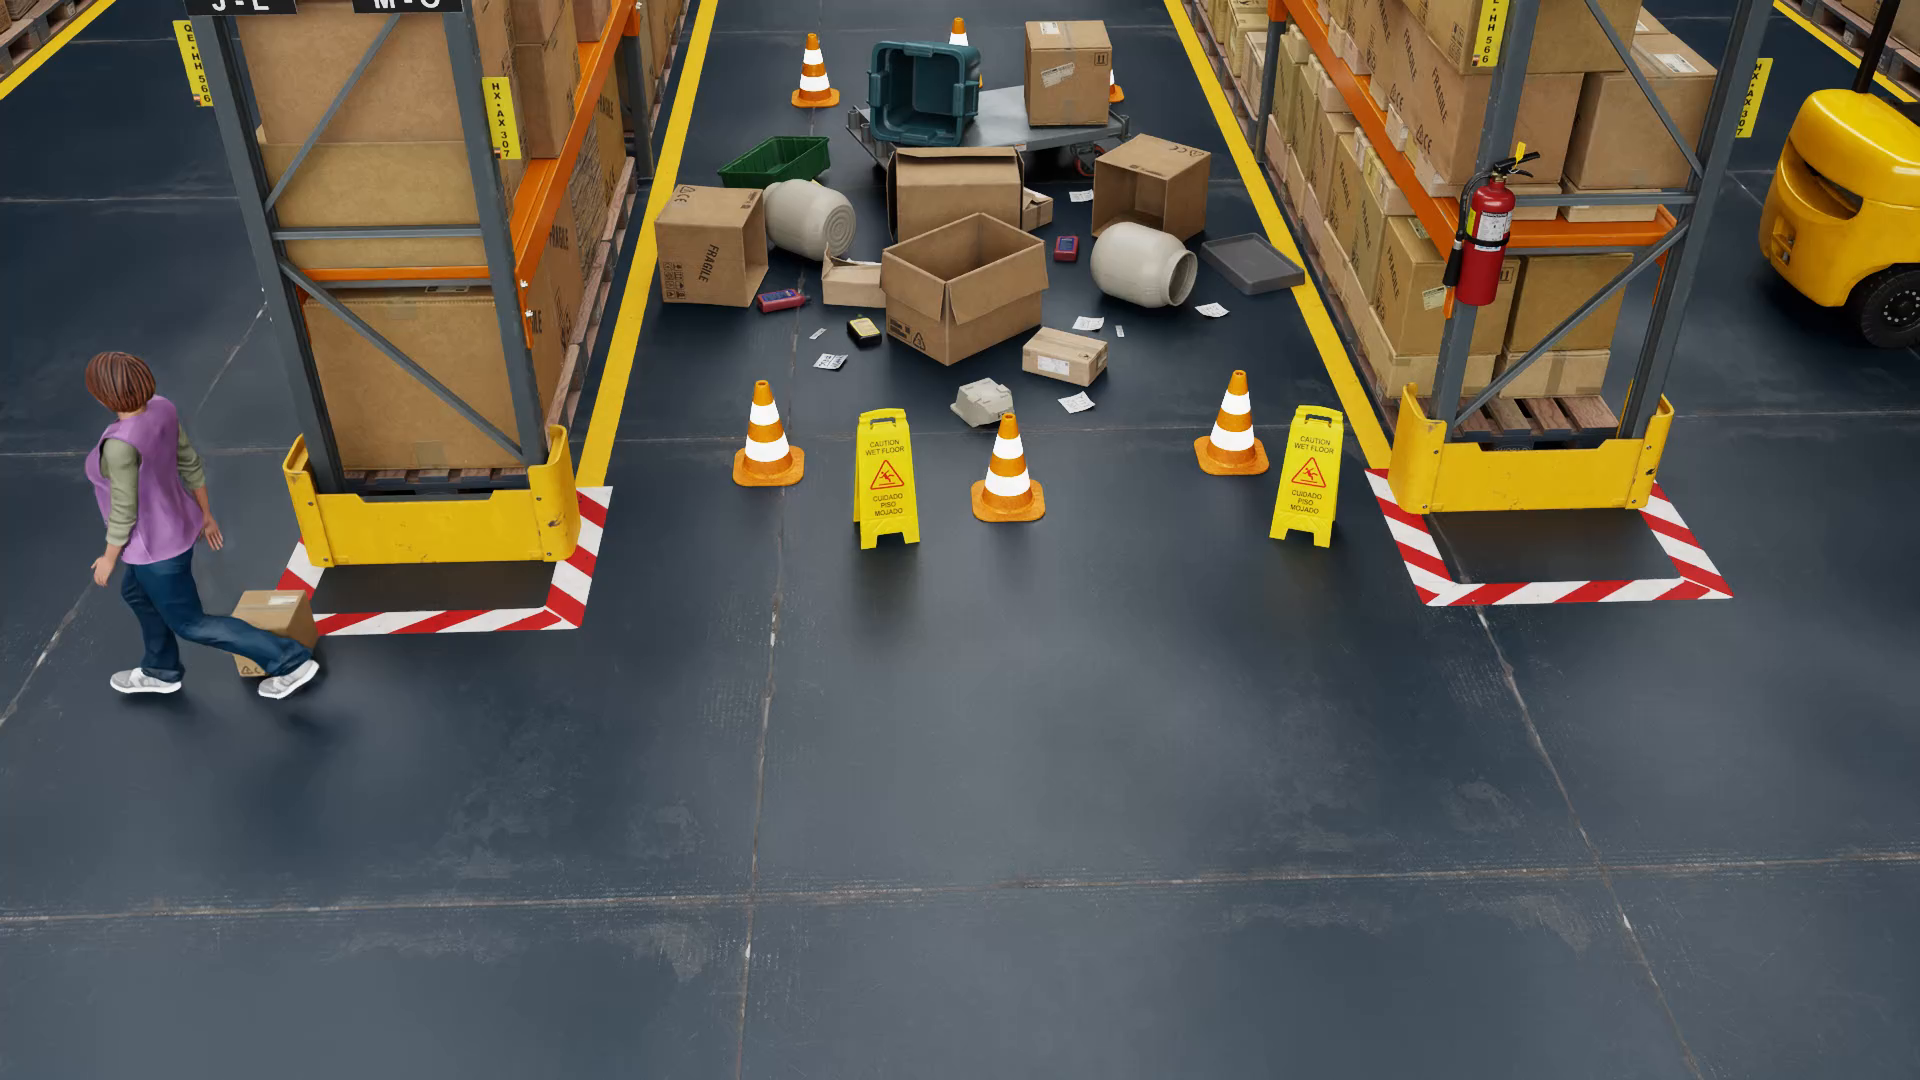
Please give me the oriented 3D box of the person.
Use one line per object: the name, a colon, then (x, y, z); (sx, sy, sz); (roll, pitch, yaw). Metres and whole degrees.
person: (-2.941, -0.013, 6.161); (0.881, 1.548, 0.413); (-2, 36, -3)
